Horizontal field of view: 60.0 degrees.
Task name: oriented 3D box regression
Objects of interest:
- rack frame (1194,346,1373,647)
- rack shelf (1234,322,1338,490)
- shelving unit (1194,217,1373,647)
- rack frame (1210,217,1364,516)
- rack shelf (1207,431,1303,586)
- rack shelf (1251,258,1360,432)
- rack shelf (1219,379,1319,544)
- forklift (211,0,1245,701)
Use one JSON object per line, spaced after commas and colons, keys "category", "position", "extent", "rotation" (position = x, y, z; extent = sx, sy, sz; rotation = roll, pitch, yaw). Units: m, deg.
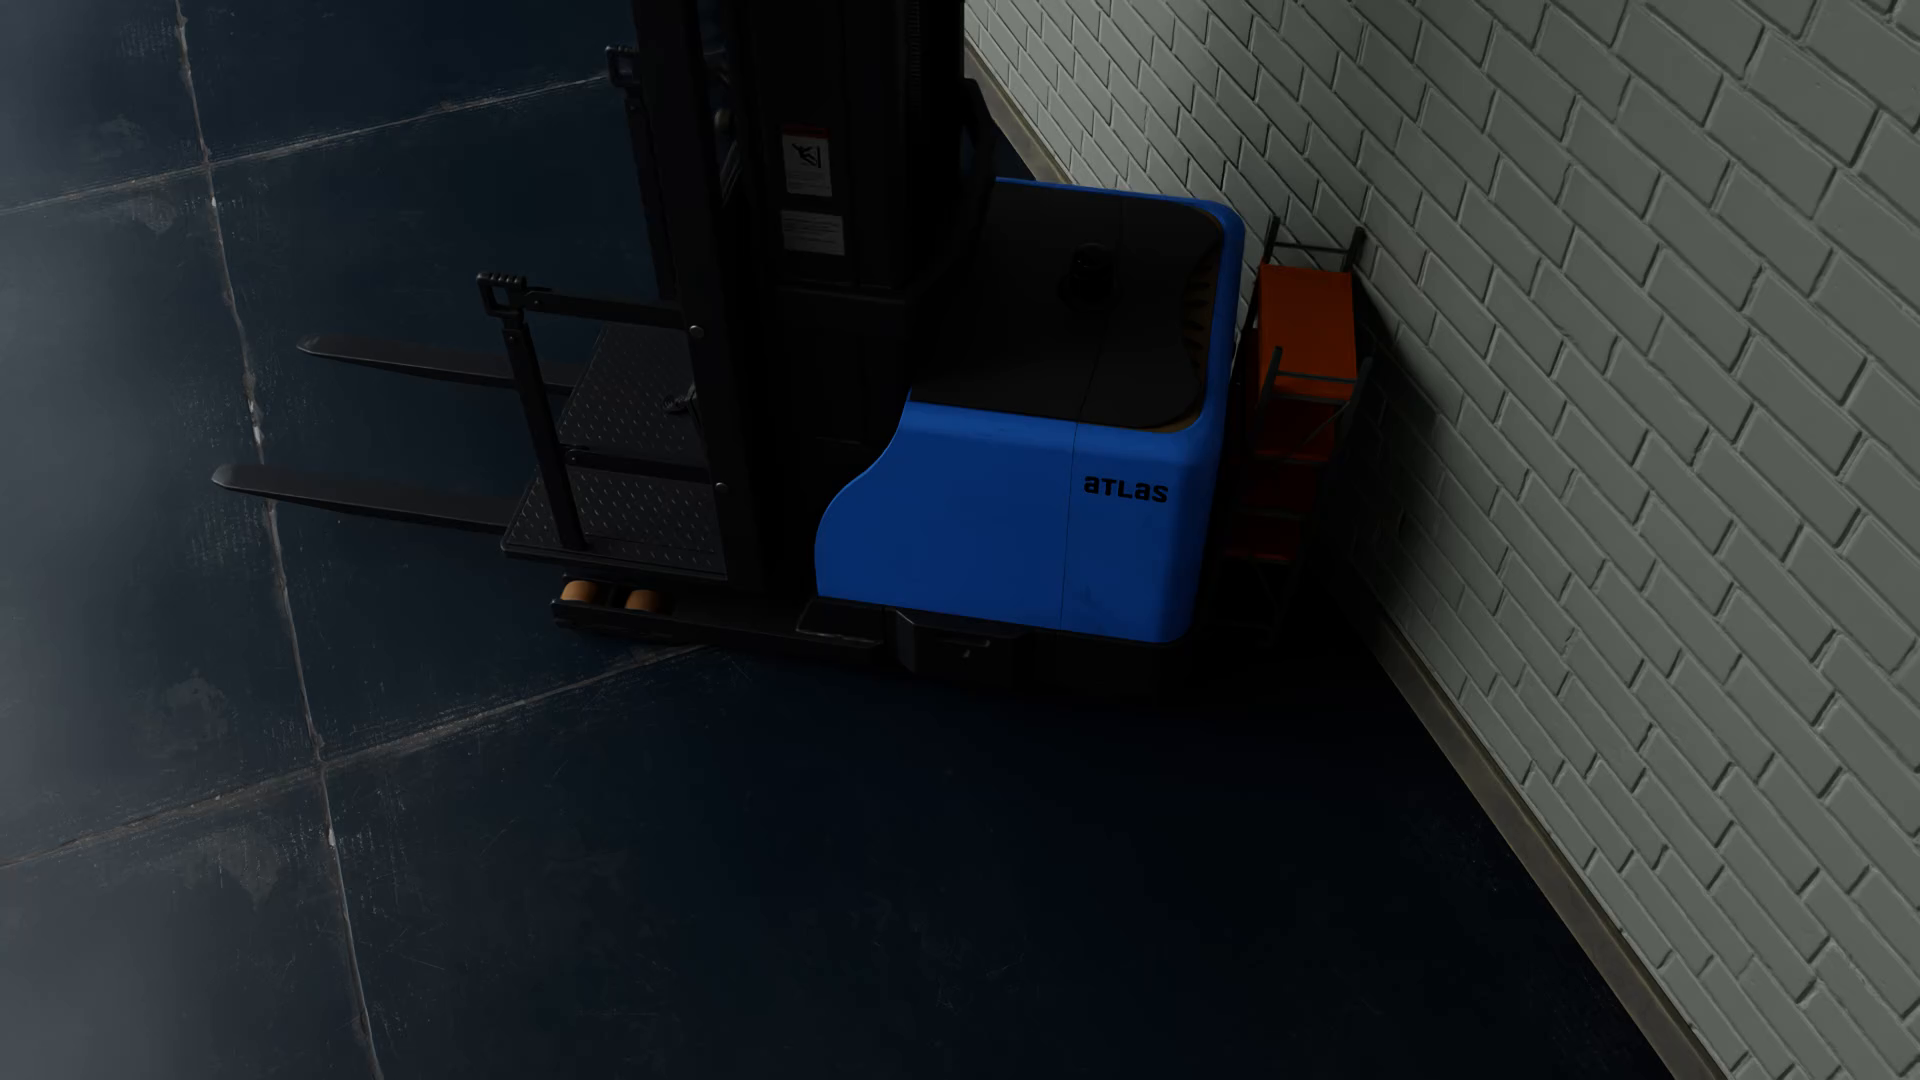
{"category": "rack frame", "position": [0.852, -0.078, 4.518], "extent": [0.240, 1.200, 0.015], "rotation": [7, 51, 1]}
{"category": "rack shelf", "position": [0.888, -0.363, 4.550], "extent": [0.258, 0.148, 0.480], "rotation": [7, 51, 1]}
{"category": "shelving unit", "position": [0.879, -0.265, 4.671], "extent": [0.258, 1.200, 0.503], "rotation": [7, 51, 1]}
{"category": "rack frame", "position": [0.905, -0.453, 4.825], "extent": [0.240, 1.200, 0.015], "rotation": [7, 51, 1]}
{"category": "rack shelf", "position": [0.864, -0.098, 4.878], "extent": [0.258, 0.148, 0.480], "rotation": [7, 51, 1]}
{"category": "rack shelf", "position": [0.901, -0.512, 4.367], "extent": [0.258, 0.148, 0.480], "rotation": [7, 51, 1]}
{"category": "rack shelf", "position": [0.875, -0.223, 4.724], "extent": [0.258, 0.148, 0.480], "rotation": [7, 51, 1]}
{"category": "forklift", "position": [-0.757, -1.038, 4.209], "extent": [3.031, 2.935, 1.130], "rotation": [8, 50, 7]}
